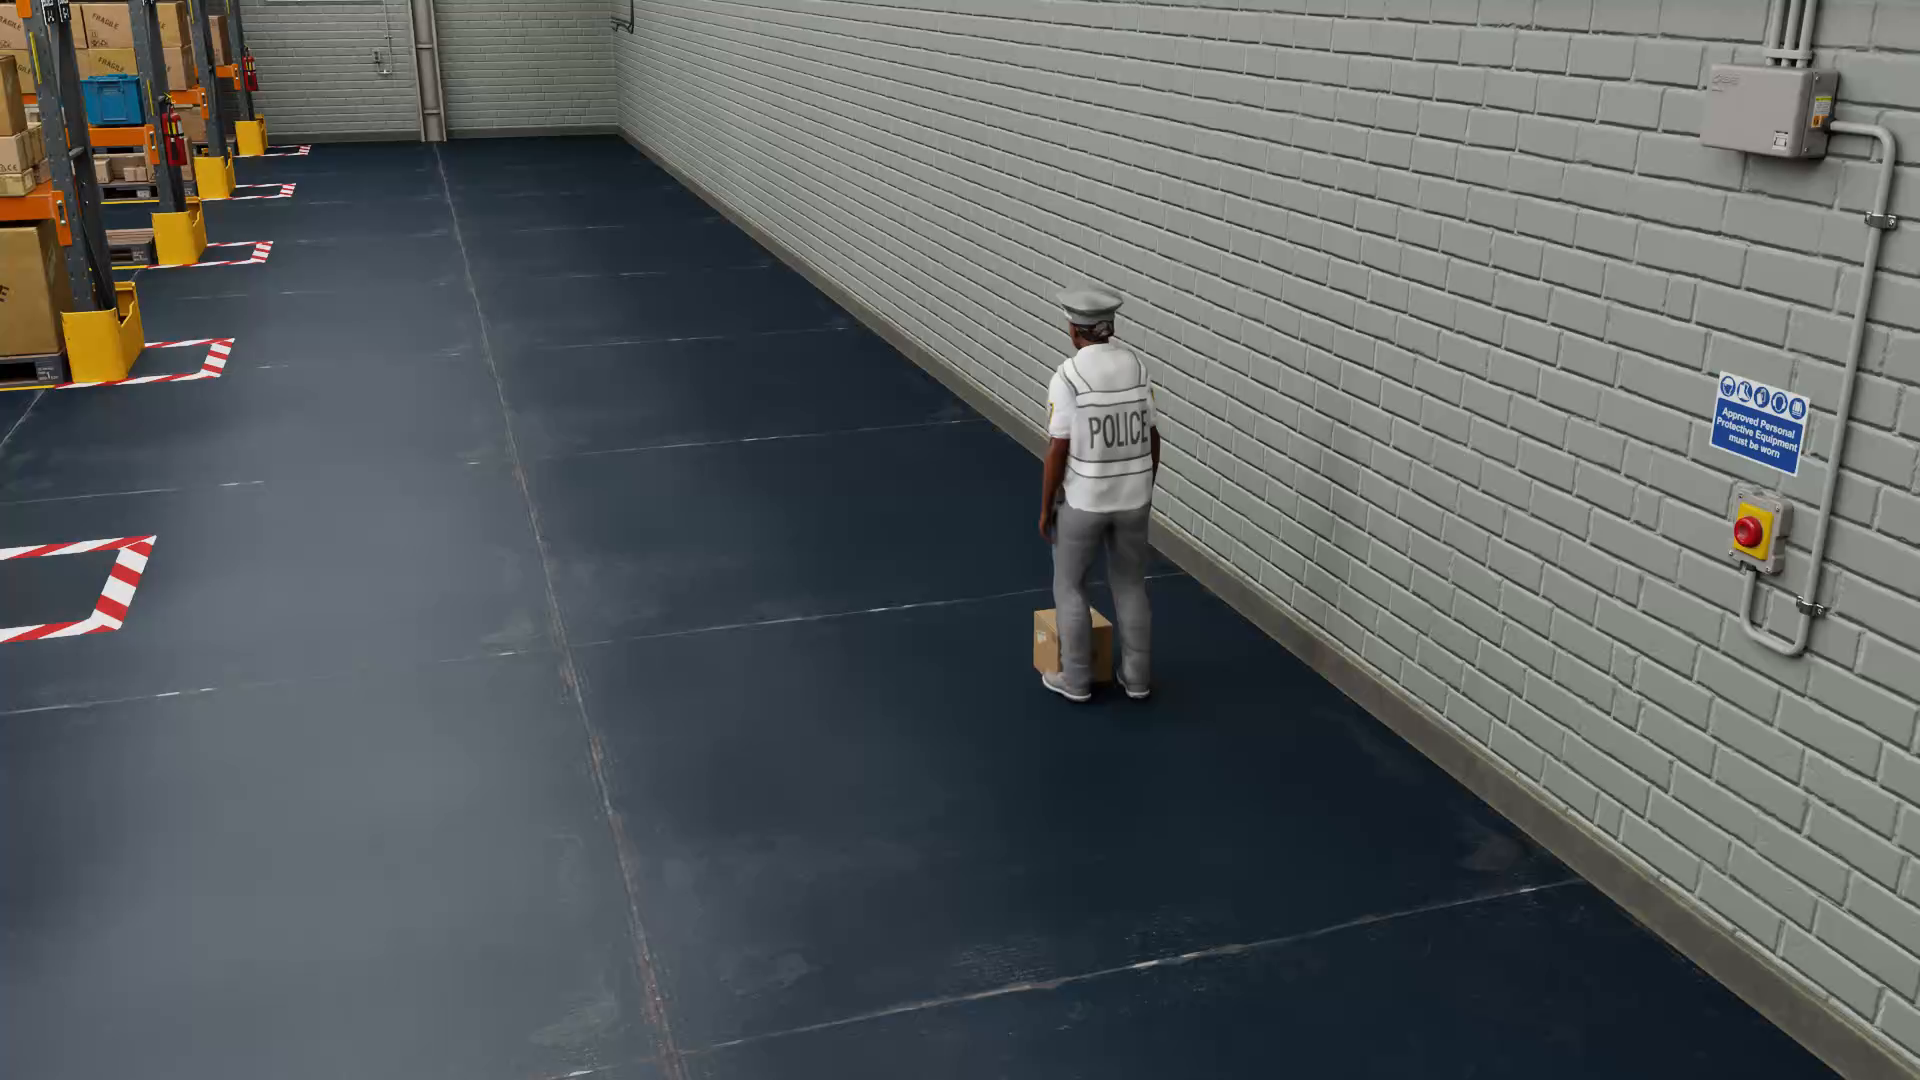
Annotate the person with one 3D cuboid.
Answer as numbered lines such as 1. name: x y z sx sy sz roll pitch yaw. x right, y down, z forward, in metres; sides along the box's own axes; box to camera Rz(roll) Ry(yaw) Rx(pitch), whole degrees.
1. person: 0.546 -0.153 6.508 0.527 1.656 0.428 -8 21 -21
